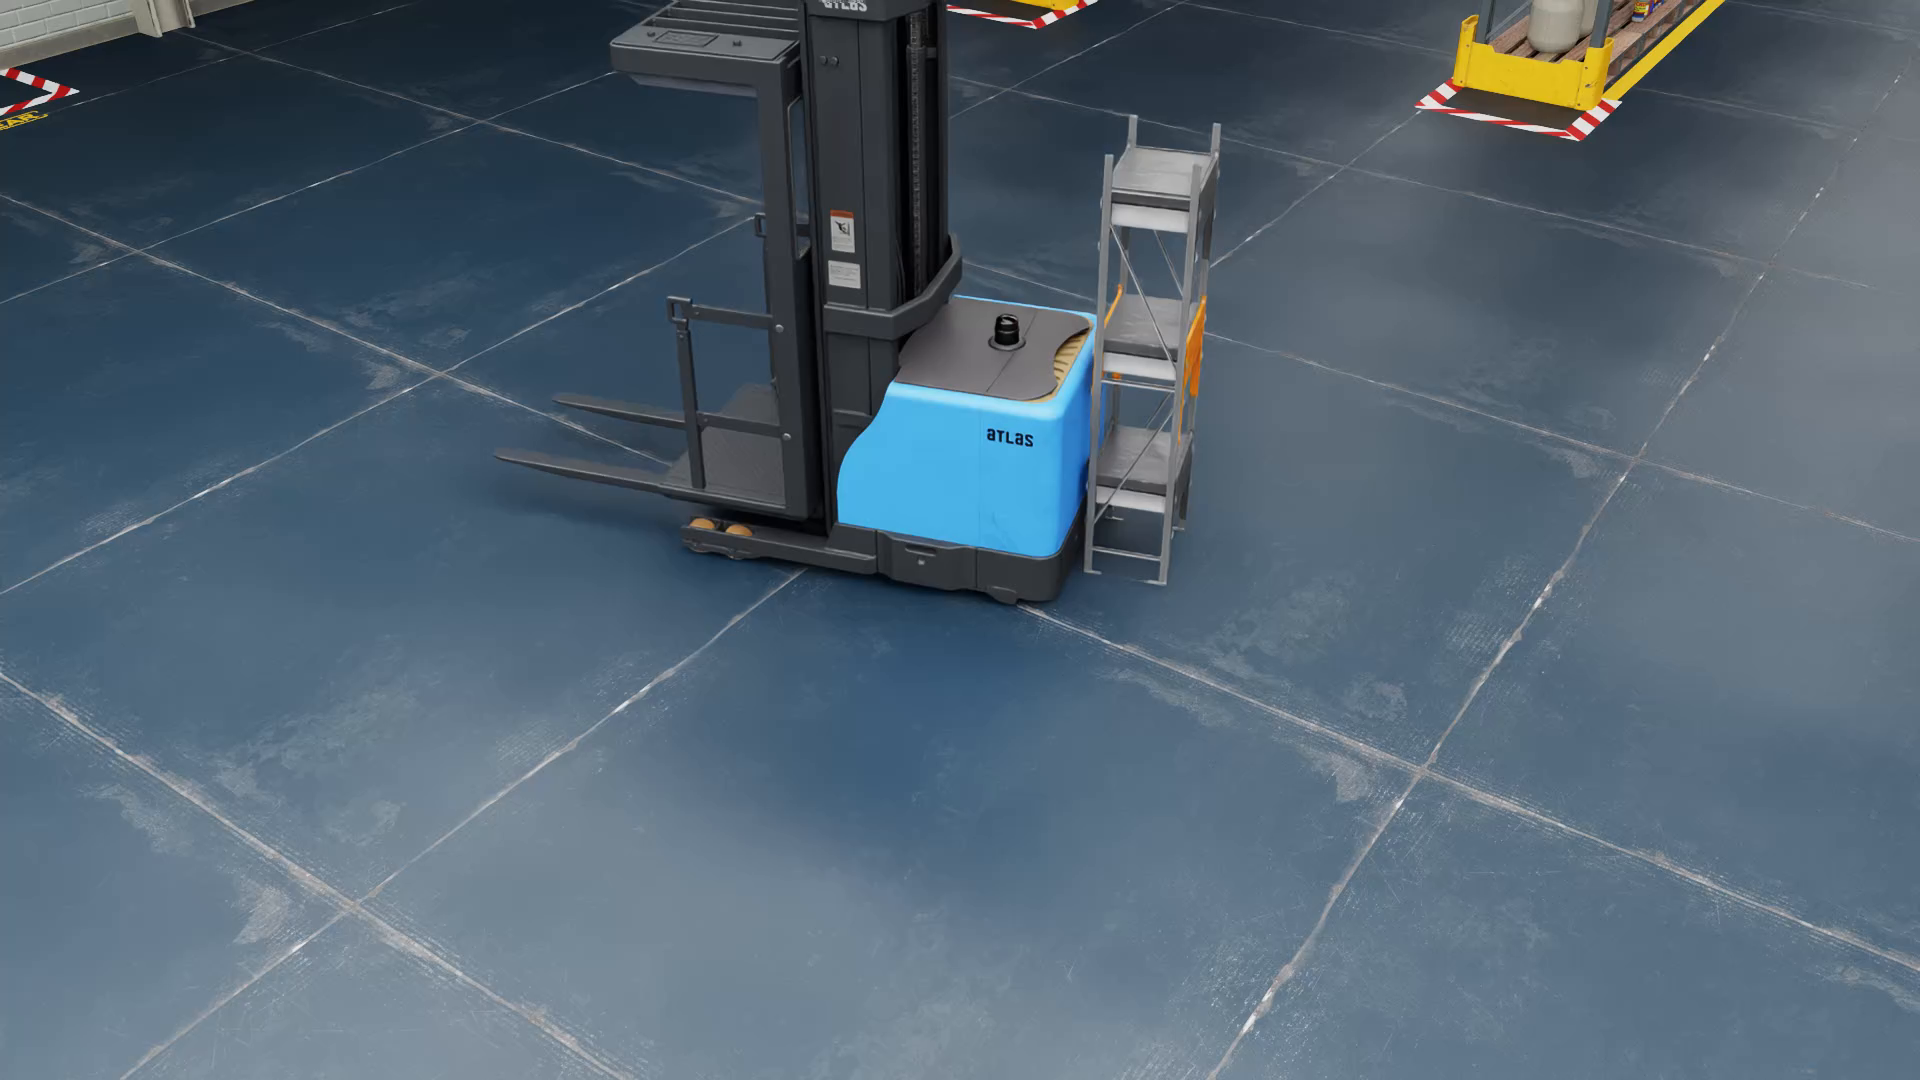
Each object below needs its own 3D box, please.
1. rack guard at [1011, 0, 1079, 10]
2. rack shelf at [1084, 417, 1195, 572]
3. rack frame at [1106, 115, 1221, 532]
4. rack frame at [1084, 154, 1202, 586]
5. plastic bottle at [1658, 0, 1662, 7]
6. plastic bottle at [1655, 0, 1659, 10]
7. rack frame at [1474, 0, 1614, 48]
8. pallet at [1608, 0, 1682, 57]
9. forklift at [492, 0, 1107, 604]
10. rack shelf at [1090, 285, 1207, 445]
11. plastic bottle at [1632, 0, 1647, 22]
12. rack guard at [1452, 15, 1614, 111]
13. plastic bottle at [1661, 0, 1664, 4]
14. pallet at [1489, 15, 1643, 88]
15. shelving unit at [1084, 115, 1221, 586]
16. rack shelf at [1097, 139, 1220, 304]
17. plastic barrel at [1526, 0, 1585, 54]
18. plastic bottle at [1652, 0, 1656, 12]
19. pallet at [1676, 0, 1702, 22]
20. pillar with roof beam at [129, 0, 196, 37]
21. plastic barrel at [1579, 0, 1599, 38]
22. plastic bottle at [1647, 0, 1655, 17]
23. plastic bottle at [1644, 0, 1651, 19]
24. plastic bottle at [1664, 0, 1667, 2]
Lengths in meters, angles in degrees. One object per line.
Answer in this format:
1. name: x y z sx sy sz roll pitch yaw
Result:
1. rack guard: 0.577 -5.425 15.826 1.175 0.500 0.348 21 39 28
2. rack shelf: 0.860 -0.224 7.981 0.431 0.518 0.480 9 35 14
3. rack frame: 0.930 -0.947 7.775 0.400 2.100 0.015 9 35 14
4. rack frame: 0.790 -0.685 7.388 0.400 2.100 0.015 9 35 14
5. plastic bottle: 6.257 -4.895 14.916 0.097 0.201 0.097 0 34 0
6. plastic bottle: 6.200 -4.879 14.829 0.097 0.271 0.097 0 34 0
7. rack frame: 4.658 -4.888 12.800 1.000 3.000 0.127 21 39 28
8. pallet: 5.827 -4.714 15.032 1.003 0.211 1.213 21 39 28
9. forklift: -0.851 -1.389 7.687 3.031 2.935 1.130 10 35 14
10. rack shelf: 0.860 -0.804 7.589 0.431 0.518 0.480 9 35 14
11. plastic bottle: 5.948 -4.675 14.528 0.097 0.271 0.097 0 34 0
12. rack guard: 4.663 -3.902 13.574 1.175 0.500 0.348 21 39 28
13. plastic bottle: 6.316 -4.972 14.967 0.097 0.271 0.097 0 34 0
14. pallet: 5.130 -4.155 14.206 1.003 0.211 1.213 21 39 28
15. shelving unit: 0.860 -0.816 7.582 0.431 2.100 0.503 9 35 14
16. rack shelf: 0.860 -1.384 7.197 0.431 0.518 0.480 9 35 14
17. plastic barrel: 4.971 -4.359 13.863 0.421 0.512 0.421 0 34 0
18. plastic bottle: 6.143 -4.833 14.761 0.097 0.271 0.097 0 34 0
19. pallet: 6.522 -5.278 15.866 1.003 0.211 1.213 21 39 28
20. pillar with roof beam: -3.677 -7.000 10.567 9.100 9.000 0.400 21 39 28
21. plastic barrel: 5.256 -4.589 14.205 0.421 0.512 0.421 0 34 0
22. plastic bottle: 6.092 -4.778 14.670 0.061 0.283 0.133 22 40 29
23. plastic bottle: 6.007 -4.693 14.618 0.097 0.201 0.097 0 34 0
24. plastic bottle: 6.374 -4.990 15.056 0.097 0.201 0.097 0 34 0
